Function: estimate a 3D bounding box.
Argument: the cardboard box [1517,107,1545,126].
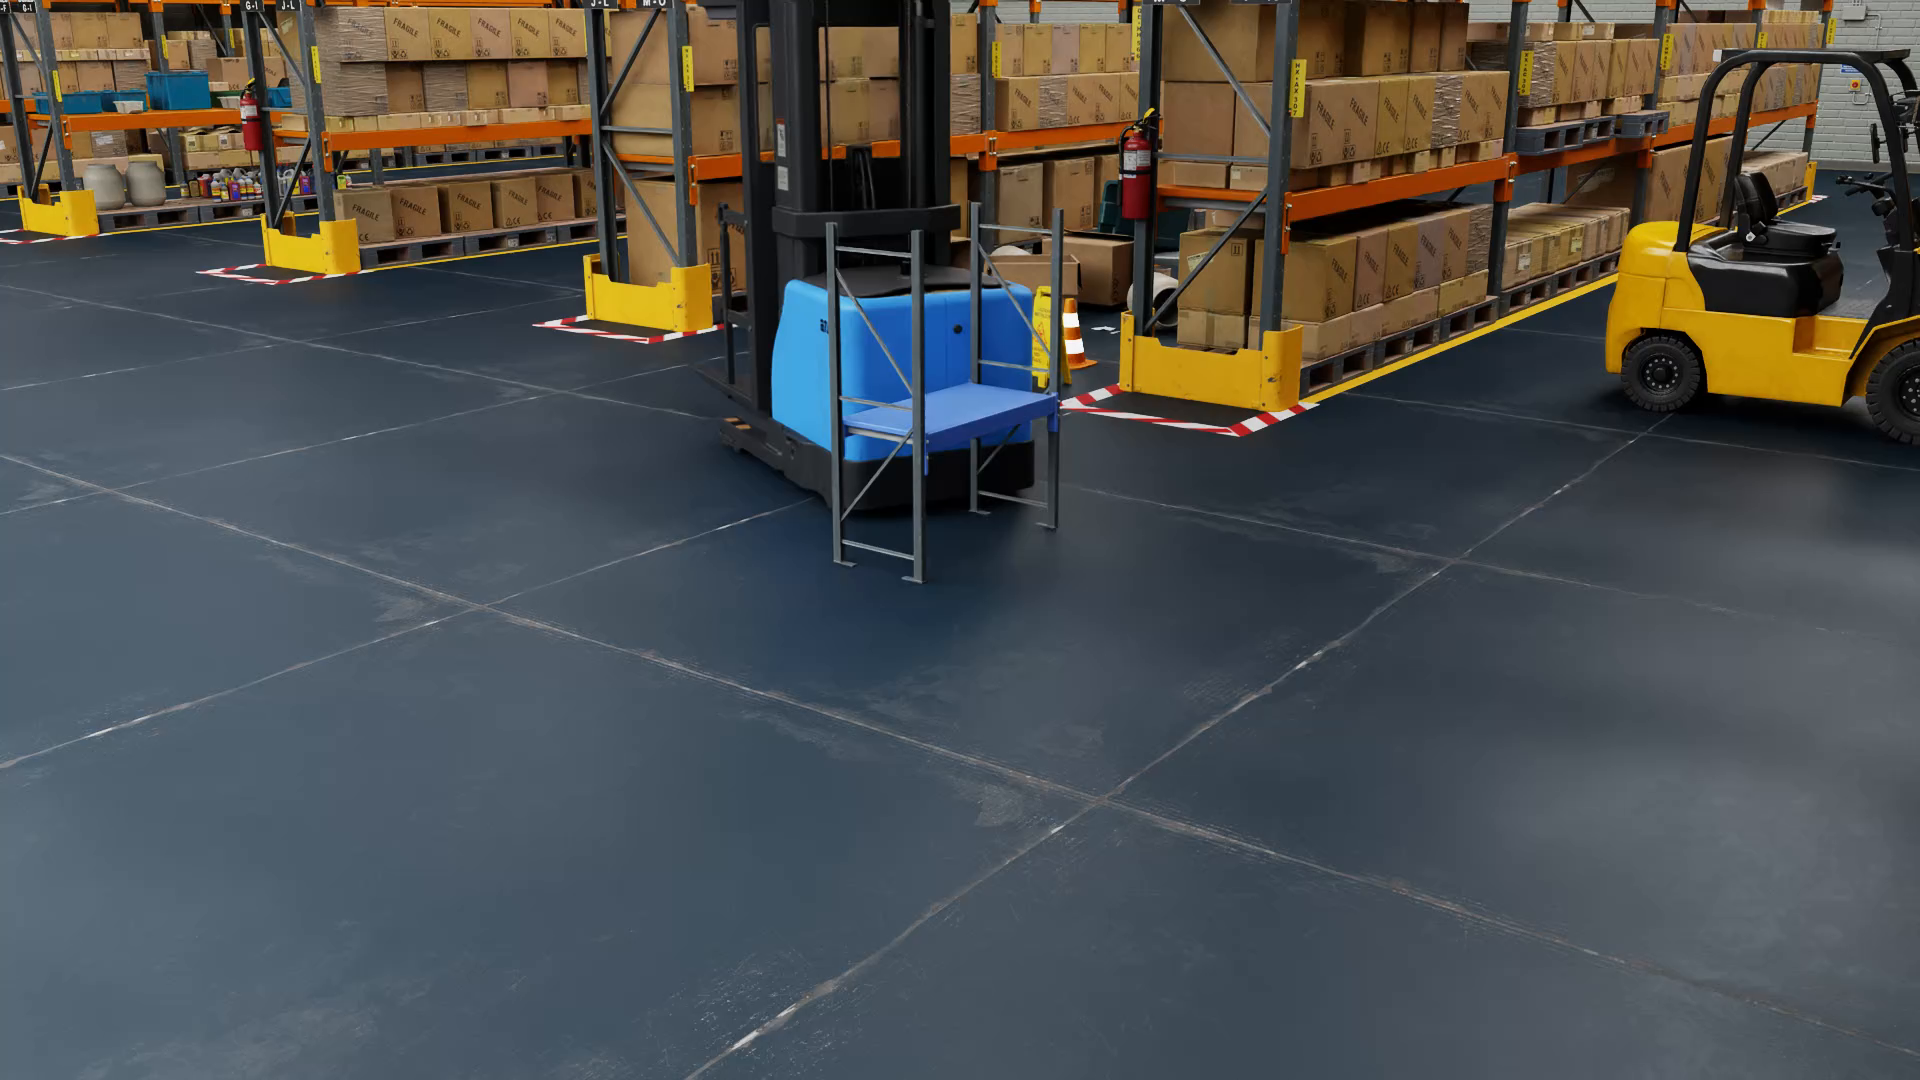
[{"bbox_3d":[4.514,-3.451,13.513,0.380,0.149,0.250,13,21,35],"label":"cardboard box"}]

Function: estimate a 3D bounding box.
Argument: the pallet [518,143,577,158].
[{"bbox_3d":[-7.669,-7.170,30.477,1.003,0.211,1.213,12,21,35],"label":"pallet"}]

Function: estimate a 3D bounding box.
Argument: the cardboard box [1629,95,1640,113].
[{"bbox_3d":[6.092,-4.063,15.486,0.380,0.149,0.250,12,21,34],"label":"cardboard box"}]

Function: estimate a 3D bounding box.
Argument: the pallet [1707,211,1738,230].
[{"bbox_3d":[8.298,-3.671,19.209,1.003,0.211,1.213,12,21,35],"label":"pallet"}]

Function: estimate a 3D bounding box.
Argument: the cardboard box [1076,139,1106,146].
[{"bbox_3d":[1.733,-6.494,26.473,0.875,0.875,0.875,12,21,35],"label":"cardboard box"}]

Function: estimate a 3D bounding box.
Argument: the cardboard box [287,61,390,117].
[{"bbox_3d":[-6.061,-4.409,16.213,0.875,0.500,0.500,12,21,35],"label":"cardboard box"}]

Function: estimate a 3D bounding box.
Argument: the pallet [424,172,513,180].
[{"bbox_3d":[-6.842,-5.075,23.729,1.003,0.211,1.213,12,21,35],"label":"pallet"}]

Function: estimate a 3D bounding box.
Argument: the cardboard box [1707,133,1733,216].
[{"bbox_3d":[8.393,-4.224,19.162,0.875,0.875,0.875,13,22,36],"label":"cardboard box"}]

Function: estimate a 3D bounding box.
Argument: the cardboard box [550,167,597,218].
[{"bbox_3d":[-4.298,-3.964,18.958,0.500,0.500,0.500,12,21,33],"label":"cardboard box"}]

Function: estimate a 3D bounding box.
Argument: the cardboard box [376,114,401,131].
[{"bbox_3d":[-5.724,-4.112,16.350,0.380,0.149,0.250,12,21,35],"label":"cardboard box"}]

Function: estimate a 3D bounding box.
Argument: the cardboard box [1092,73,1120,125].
[{"bbox_3d":[1.328,-4.630,17.428,0.500,0.500,0.500,13,21,36],"label":"cardboard box"}]

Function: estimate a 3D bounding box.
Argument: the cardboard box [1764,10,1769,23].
[{"bbox_3d":[9.234,-6.128,19.471,0.380,0.149,0.250,13,21,35],"label":"cardboard box"}]

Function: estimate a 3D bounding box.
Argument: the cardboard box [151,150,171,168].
[{"bbox_3d":[-11.967,-5.834,25.402,0.500,0.250,0.500,12,21,34],"label":"cardboard box"}]

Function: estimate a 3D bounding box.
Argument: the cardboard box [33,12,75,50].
[{"bbox_3d":[-12.840,-7.118,23.250,0.700,0.500,0.500,12,21,35],"label":"cardboard box"}]

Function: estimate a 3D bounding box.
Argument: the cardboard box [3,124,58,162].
[{"bbox_3d":[-12.971,-5.535,23.173,0.500,0.500,0.500,12,21,35],"label":"cardboard box"}]

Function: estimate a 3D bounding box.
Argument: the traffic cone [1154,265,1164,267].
[{"bbox_3d":[1.907,-2.986,16.579,0.336,0.463,0.334,12,21,35],"label":"traffic cone"}]

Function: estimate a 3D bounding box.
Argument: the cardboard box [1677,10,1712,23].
[{"bbox_3d":[8.626,-6.164,19.588,0.380,0.149,0.250,12,21,34],"label":"cardboard box"}]

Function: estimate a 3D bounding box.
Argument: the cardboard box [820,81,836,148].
[{"bbox_3d":[-1.559,-3.606,14.046,0.875,0.550,0.550,12,21,35],"label":"cardboard box"}]

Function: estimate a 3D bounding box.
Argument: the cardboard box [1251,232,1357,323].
[{"bbox_3d":[2.264,-1.736,10.940,0.500,0.500,0.500,12,21,33],"label":"cardboard box"}]

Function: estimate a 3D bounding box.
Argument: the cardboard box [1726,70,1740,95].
[{"bbox_3d":[8.338,-5.099,18.514,0.500,0.250,0.500,13,22,36],"label":"cardboard box"}]

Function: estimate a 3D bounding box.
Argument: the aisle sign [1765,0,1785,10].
[{"bbox_3d":[10.891,-7.462,22.333,0.394,0.787,0.004,12,21,35],"label":"aisle sign"}]

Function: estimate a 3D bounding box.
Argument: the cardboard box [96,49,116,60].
[{"bbox_3d":[-12.274,-6.930,23.741,0.380,0.149,0.250,12,21,33],"label":"cardboard box"}]

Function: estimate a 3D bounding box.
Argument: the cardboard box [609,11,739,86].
[{"bbox_3d":[-2.236,-3.861,13.046,0.875,0.550,0.550,12,21,35],"label":"cardboard box"}]

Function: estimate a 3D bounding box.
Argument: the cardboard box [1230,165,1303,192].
[{"bbox_3d":[1.916,-2.266,10.406,0.380,0.149,0.250,13,21,35],"label":"cardboard box"}]

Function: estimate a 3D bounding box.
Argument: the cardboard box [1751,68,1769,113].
[{"bbox_3d":[9.188,-5.313,19.626,0.500,0.500,0.500,13,22,36],"label":"cardboard box"}]

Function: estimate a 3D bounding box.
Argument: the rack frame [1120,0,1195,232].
[{"bbox_3d":[2.279,-5.098,19.101,1.000,3.000,0.127,12,21,35],"label":"rack frame"}]

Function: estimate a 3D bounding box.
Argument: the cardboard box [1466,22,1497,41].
[{"bbox_3d":[4.425,-4.311,14.095,0.380,0.149,0.250,12,21,33],"label":"cardboard box"}]

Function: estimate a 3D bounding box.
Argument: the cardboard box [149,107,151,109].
[{"bbox_3d":[-14.356,-7.693,29.668,0.500,0.250,0.500,13,21,36],"label":"cardboard box"}]

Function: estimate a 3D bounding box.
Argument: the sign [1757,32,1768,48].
[{"bbox_3d":[9.139,-5.621,18.969,0.100,0.325,0.005,12,21,35],"label":"sign"}]

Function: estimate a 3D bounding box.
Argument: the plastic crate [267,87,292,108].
[{"bbox_3d":[-8.447,-5.538,20.770,0.499,0.251,0.616,12,21,35],"label":"plastic crate"}]

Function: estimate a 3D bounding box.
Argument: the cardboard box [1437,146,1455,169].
[{"bbox_3d":[3.382,-2.801,12.130,0.380,0.149,0.250,12,21,34],"label":"cardboard box"}]

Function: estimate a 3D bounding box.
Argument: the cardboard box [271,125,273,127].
[{"bbox_3d":[-11.064,-6.462,26.477,0.500,0.311,0.500,12,21,34],"label":"cardboard box"}]

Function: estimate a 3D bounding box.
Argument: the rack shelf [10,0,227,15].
[{"bbox_3d":[-14.770,-9.237,28.585,1.077,0.370,4.000,12,21,35],"label":"rack shelf"}]

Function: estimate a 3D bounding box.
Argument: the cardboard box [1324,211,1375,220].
[{"bbox_3d":[2.743,-2.194,12.416,0.500,0.500,0.500,14,22,37],"label":"cardboard box"}]

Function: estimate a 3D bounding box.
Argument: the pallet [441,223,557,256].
[{"bbox_3d":[-5.126,-3.256,17.872,1.003,0.211,1.213,12,21,35],"label":"pallet"}]

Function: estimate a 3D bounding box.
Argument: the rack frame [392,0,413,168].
[{"bbox_3d":[-9.598,-7.750,27.641,1.000,3.000,0.127,12,21,35],"label":"rack frame"}]

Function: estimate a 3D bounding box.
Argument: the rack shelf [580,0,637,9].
[{"bbox_3d":[-2.836,-6.611,20.129,1.077,0.370,4.000,12,21,35],"label":"rack shelf"}]

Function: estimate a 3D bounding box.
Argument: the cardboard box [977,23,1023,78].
[{"bbox_3d":[0.187,-4.789,16.254,0.700,0.500,0.500,12,21,34],"label":"cardboard box"}]

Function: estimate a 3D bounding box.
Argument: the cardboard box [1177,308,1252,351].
[{"bbox_3d":[1.828,-1.475,11.363,0.500,0.250,0.500,12,21,34],"label":"cardboard box"}]

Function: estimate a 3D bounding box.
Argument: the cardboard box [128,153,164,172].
[{"bbox_3d":[-12.082,-5.535,24.439,0.500,0.250,0.500,12,21,35],"label":"cardboard box"}]

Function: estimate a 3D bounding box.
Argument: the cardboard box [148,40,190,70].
[{"bbox_3d":[-14.162,-8.630,29.567,0.700,0.500,0.500,10,20,30],"label":"cardboard box"}]

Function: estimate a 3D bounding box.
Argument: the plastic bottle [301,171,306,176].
[{"bbox_3d":[-8.406,-4.600,21.350,0.152,0.276,0.135,12,21,35],"label":"plastic bottle"}]

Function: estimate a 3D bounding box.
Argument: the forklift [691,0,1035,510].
[{"bbox_3d":[-0.732,-1.933,9.026,1.130,2.935,3.031,-8,19,-25],"label":"forklift"}]

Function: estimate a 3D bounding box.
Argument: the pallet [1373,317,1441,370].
[{"bbox_3d":[2.833,-1.505,12.233,1.003,0.211,1.213,12,21,35],"label":"pallet"}]

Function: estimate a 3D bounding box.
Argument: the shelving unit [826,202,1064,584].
[{"bbox_3d":[-0.048,-0.694,7.451,0.538,1.500,1.048,13,21,35],"label":"shelving unit"}]

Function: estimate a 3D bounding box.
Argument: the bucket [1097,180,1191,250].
[{"bbox_3d":[1.666,-2.868,14.877,0.620,0.611,0.726,0,14,-35],"label":"bucket"}]

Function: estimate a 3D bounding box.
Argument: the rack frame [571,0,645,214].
[{"bbox_3d":[-4.028,-5.045,18.933,1.000,3.000,0.127,12,21,35],"label":"rack frame"}]

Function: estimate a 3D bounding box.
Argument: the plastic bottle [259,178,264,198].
[{"bbox_3d":[-8.674,-4.406,20.731,0.097,0.271,0.097,0,17,0],"label":"plastic bottle"}]

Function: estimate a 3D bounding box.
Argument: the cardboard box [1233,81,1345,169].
[{"bbox_3d":[2.053,-2.595,10.373,0.500,0.500,0.500,12,21,34],"label":"cardboard box"}]

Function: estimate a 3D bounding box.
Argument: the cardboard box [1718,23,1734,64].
[{"bbox_3d":[8.013,-5.332,18.003,0.500,0.500,0.500,13,22,36],"label":"cardboard box"}]

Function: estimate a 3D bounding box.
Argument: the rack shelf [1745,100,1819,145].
[{"bbox_3d":[9.889,-5.333,21.071,1.077,0.370,4.000,12,21,35],"label":"rack shelf"}]

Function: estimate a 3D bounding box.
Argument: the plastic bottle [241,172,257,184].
[{"bbox_3d":[-9.052,-4.545,21.172,0.152,0.276,0.135,12,21,35],"label":"plastic bottle"}]

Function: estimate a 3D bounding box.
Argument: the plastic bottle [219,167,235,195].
[{"bbox_3d":[-9.296,-4.556,21.083,0.144,0.351,0.185,13,22,37],"label":"plastic bottle"}]

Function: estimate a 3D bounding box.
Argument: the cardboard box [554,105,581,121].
[{"bbox_3d":[-4.333,-4.636,18.039,0.380,0.149,0.250,12,21,35],"label":"cardboard box"}]

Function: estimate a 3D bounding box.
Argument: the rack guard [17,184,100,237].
[{"bbox_3d":[-10.381,-3.801,19.140,1.175,0.500,0.348,12,21,35],"label":"rack guard"}]
